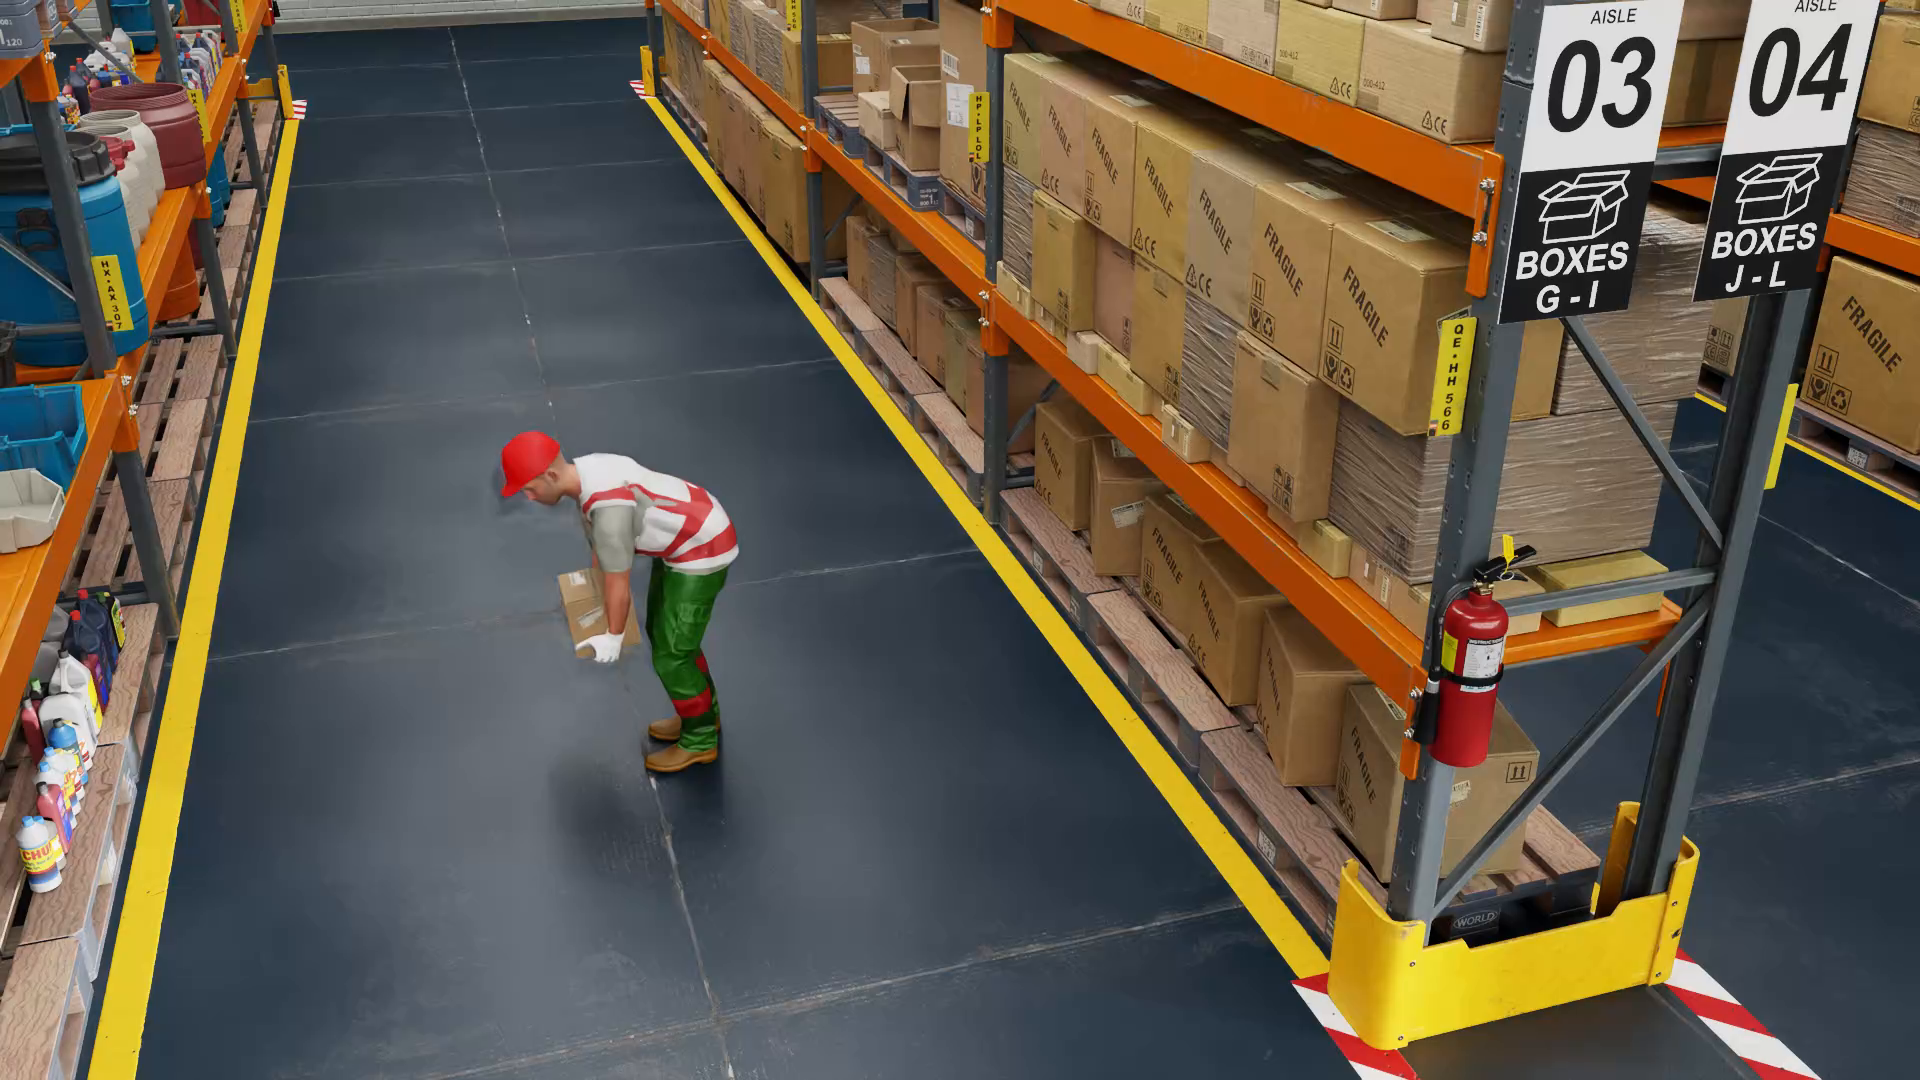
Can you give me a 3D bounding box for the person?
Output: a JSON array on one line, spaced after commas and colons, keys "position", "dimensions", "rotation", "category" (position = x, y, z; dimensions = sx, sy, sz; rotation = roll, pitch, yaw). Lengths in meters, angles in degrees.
[{"position": [-1.291, 0.220, 6.494], "dimensions": [0.858, 1.472, 0.471], "rotation": [-9, 27, -17], "category": "person"}]
